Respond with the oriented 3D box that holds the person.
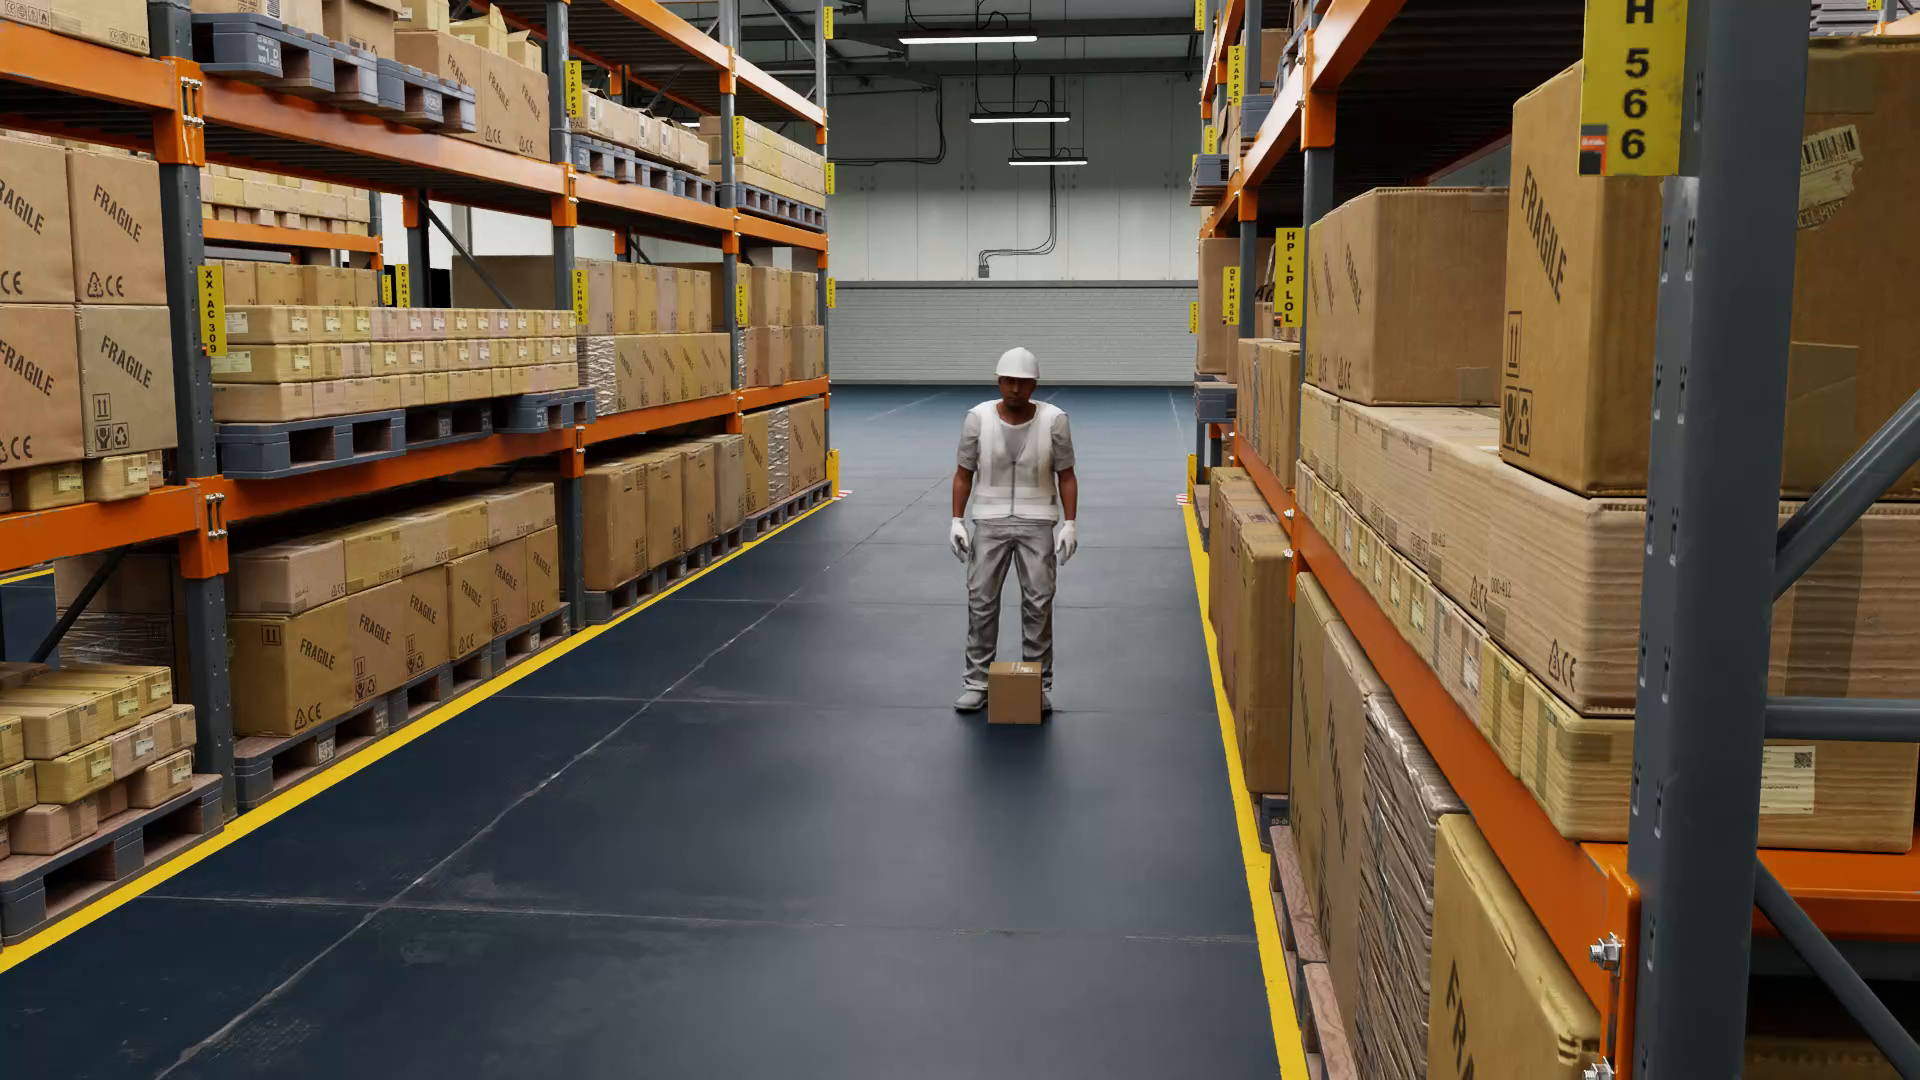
[{"bbox_3d":[0.261,-0.049,8.120,0.622,1.774,0.454,1,8,6],"label":"person"}]
